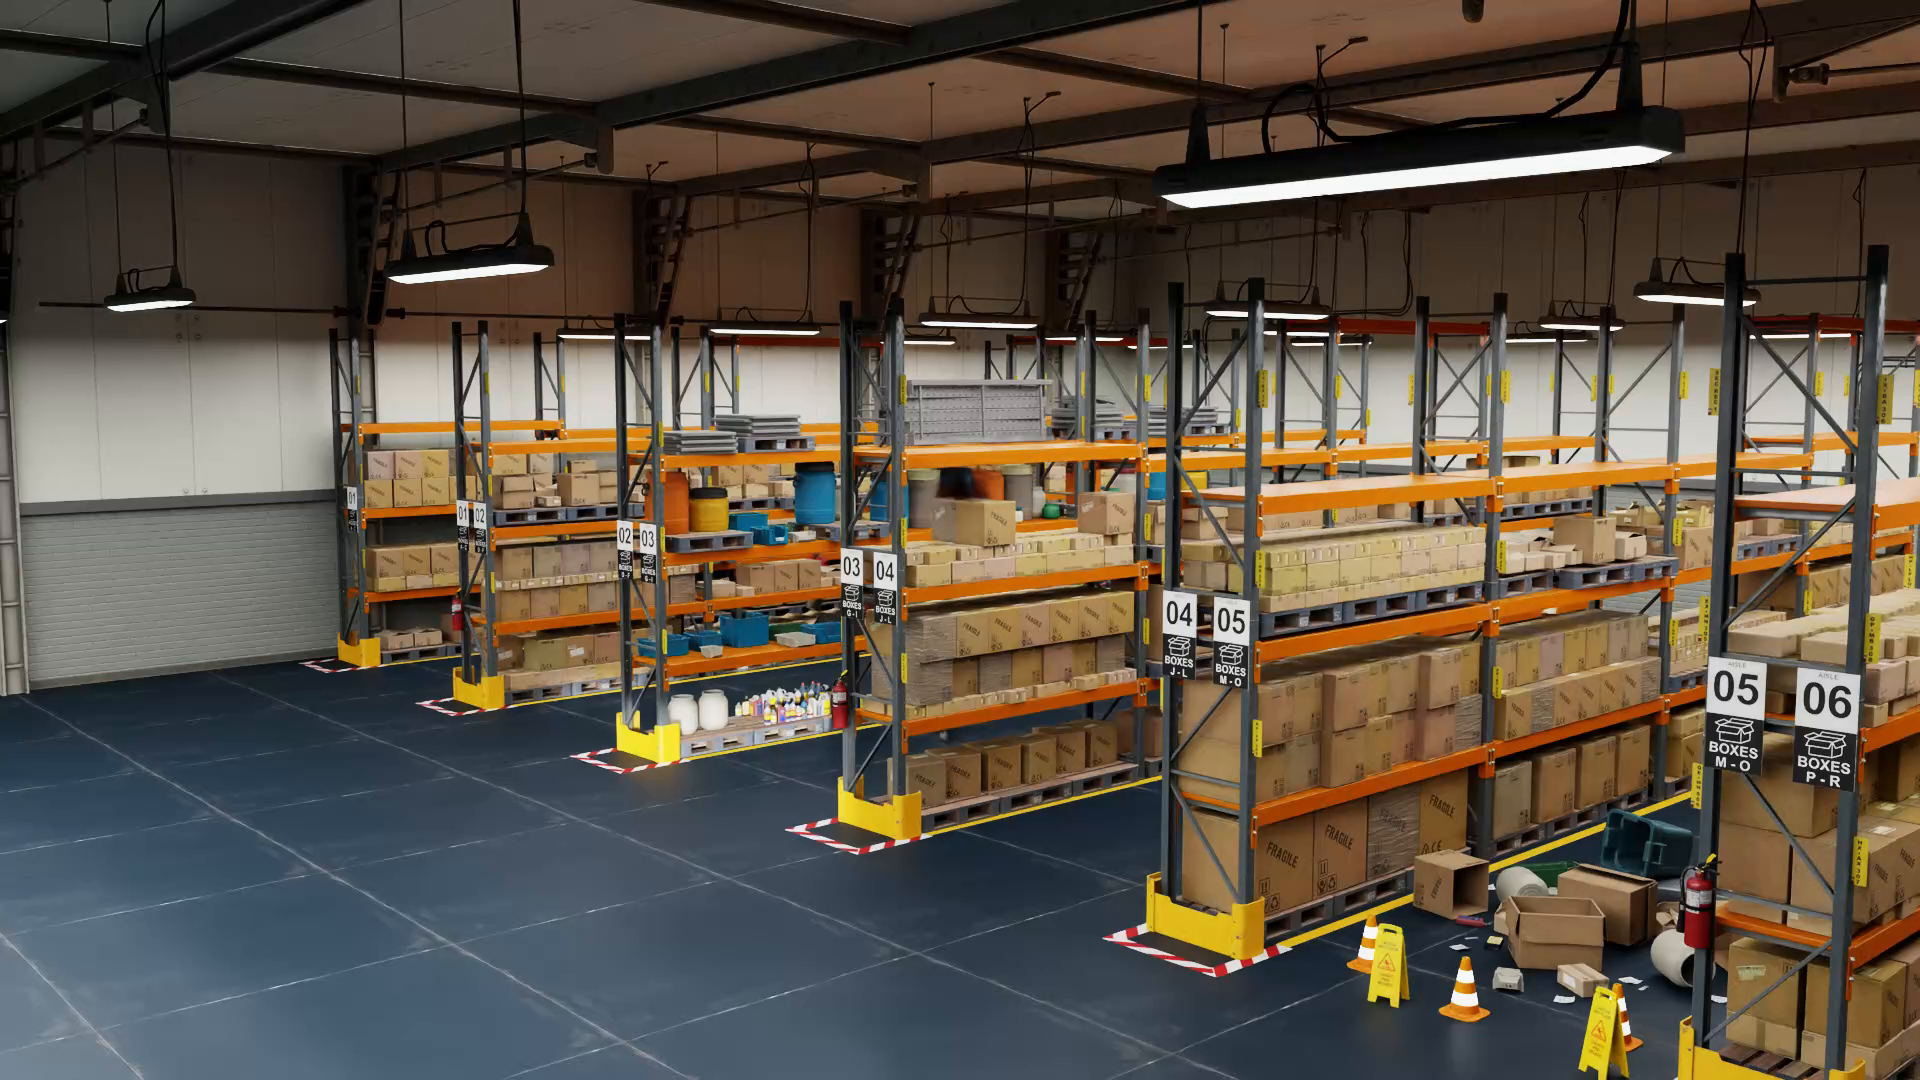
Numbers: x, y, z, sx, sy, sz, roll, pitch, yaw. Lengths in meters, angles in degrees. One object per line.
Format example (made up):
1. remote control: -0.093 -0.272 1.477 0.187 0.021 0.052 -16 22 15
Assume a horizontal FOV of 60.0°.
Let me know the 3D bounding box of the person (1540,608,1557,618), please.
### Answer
1. person: 8.827 1.846 24.985 0.591 1.731 1.029 5 8 43

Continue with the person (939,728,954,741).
1. person: -0.233 1.947 23.818 0.608 1.685 1.113 2 6 22

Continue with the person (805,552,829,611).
1. person: -2.920 0.948 34.033 0.559 1.737 0.457 -4 7 -36
